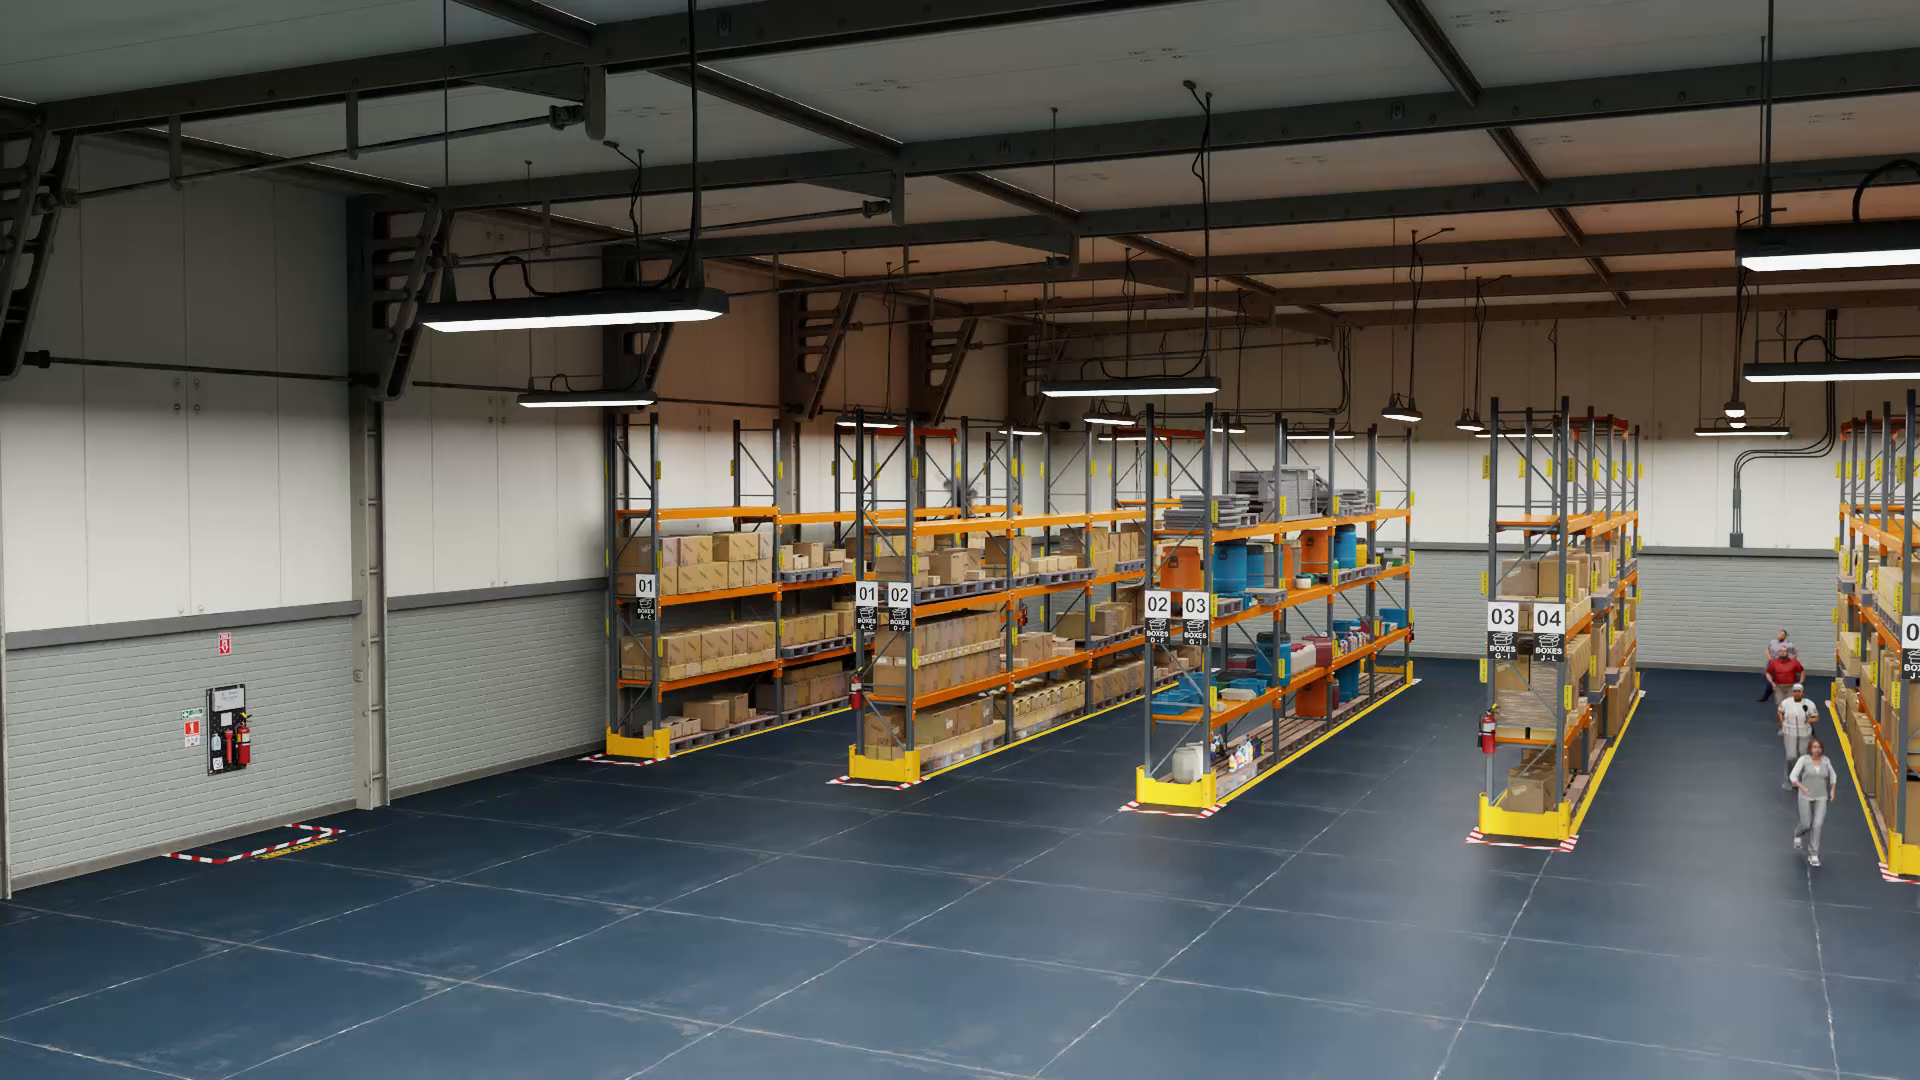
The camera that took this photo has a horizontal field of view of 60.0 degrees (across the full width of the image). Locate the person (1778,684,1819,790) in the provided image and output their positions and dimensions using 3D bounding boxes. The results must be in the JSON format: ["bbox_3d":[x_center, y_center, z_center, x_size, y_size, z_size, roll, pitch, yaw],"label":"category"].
[{"bbox_3d":[13.129,3.097,26.043,0.574,1.704,0.697,1,3,23],"label":"person"}]

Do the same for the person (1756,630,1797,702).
[{"bbox_3d":[17.714,2.714,35.943,0.843,1.582,0.688,-2,3,-34],"label":"person"}]

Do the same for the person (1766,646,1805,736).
[{"bbox_3d":[15.547,2.847,31.344,0.669,1.692,0.517,1,3,28],"label":"person"}]

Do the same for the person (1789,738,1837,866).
[{"bbox_3d":[10.939,3.327,21.332,0.570,1.599,0.703,1,2,14],"label":"person"}]
